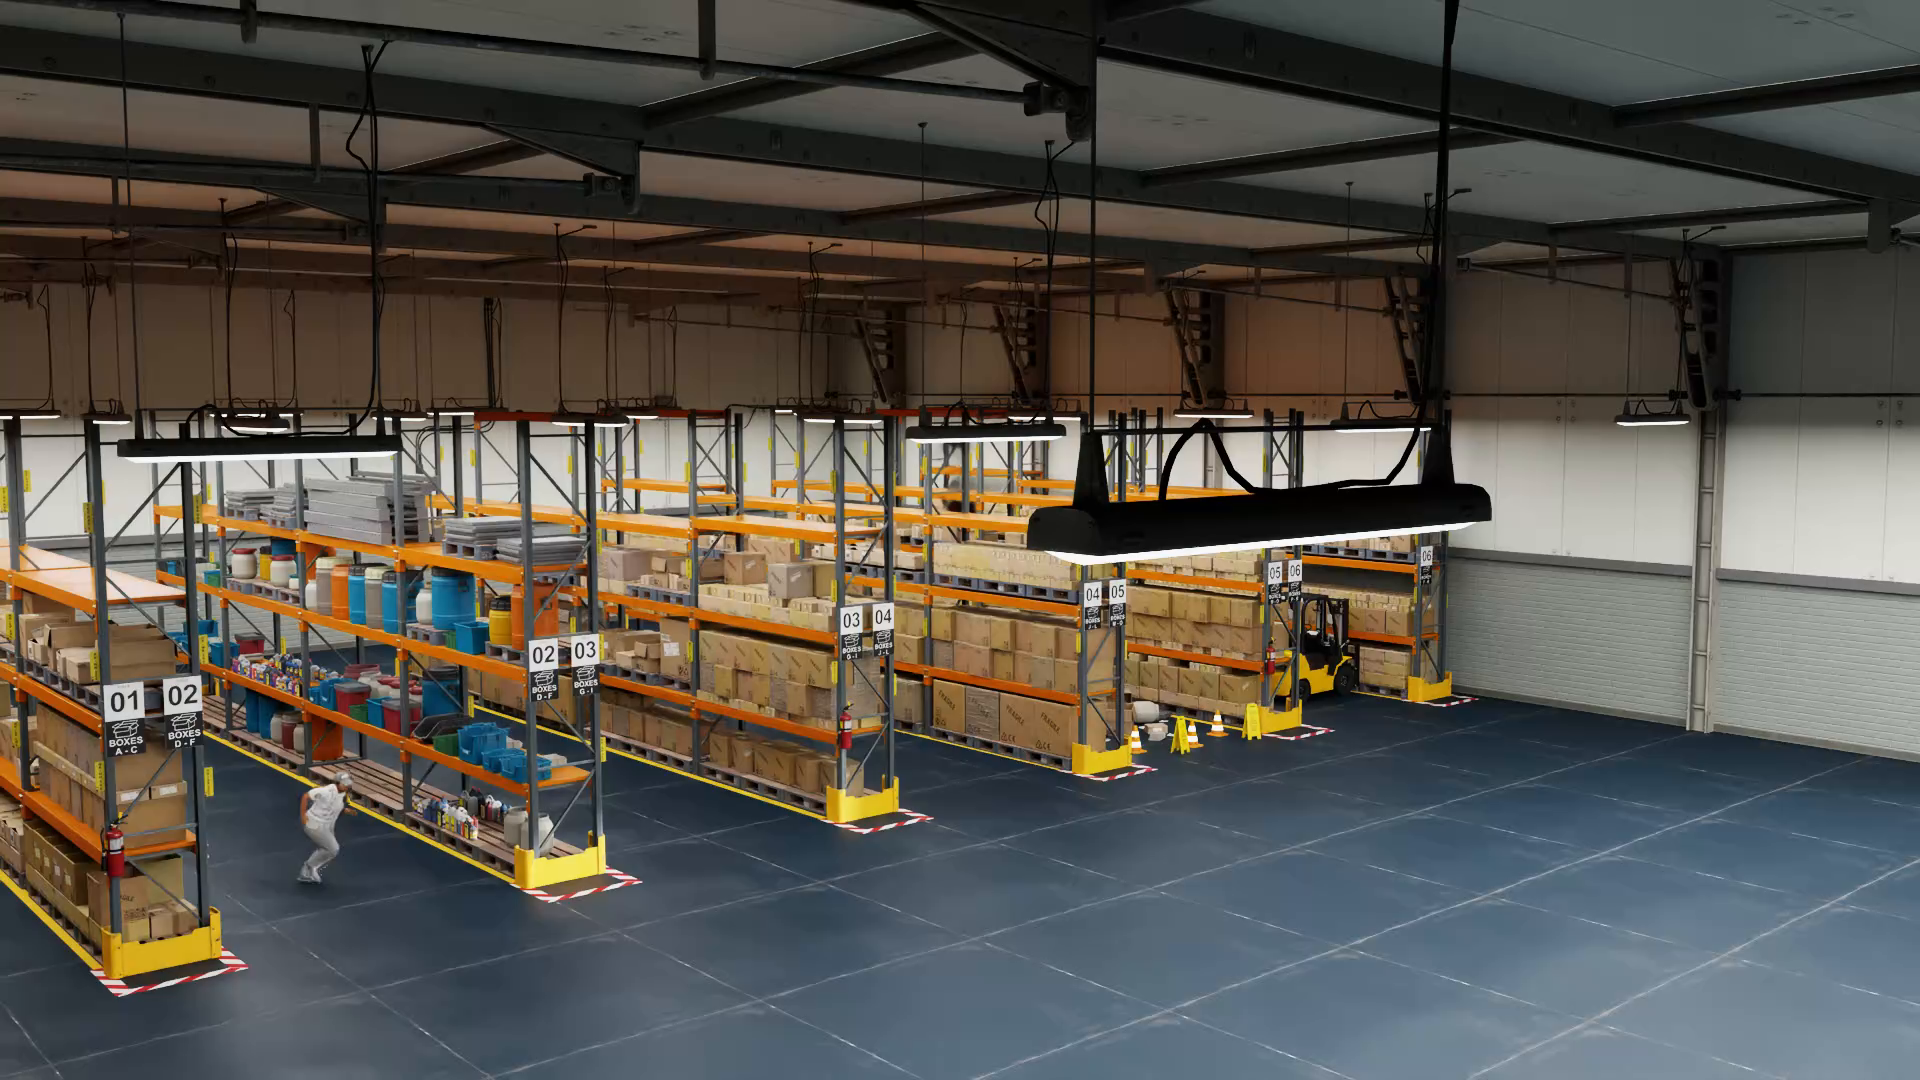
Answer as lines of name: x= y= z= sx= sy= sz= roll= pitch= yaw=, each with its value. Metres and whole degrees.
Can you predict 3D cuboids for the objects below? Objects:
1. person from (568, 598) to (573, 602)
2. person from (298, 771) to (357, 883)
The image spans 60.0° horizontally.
person: x=-9.116 y=2.143 z=38.764 sx=0.665 sy=1.635 sz=0.910 roll=-2 pitch=5 yaw=-24
person: x=-8.177 y=3.709 z=21.366 sx=0.864 sy=1.496 sz=0.633 roll=1 pitch=5 yaw=12
